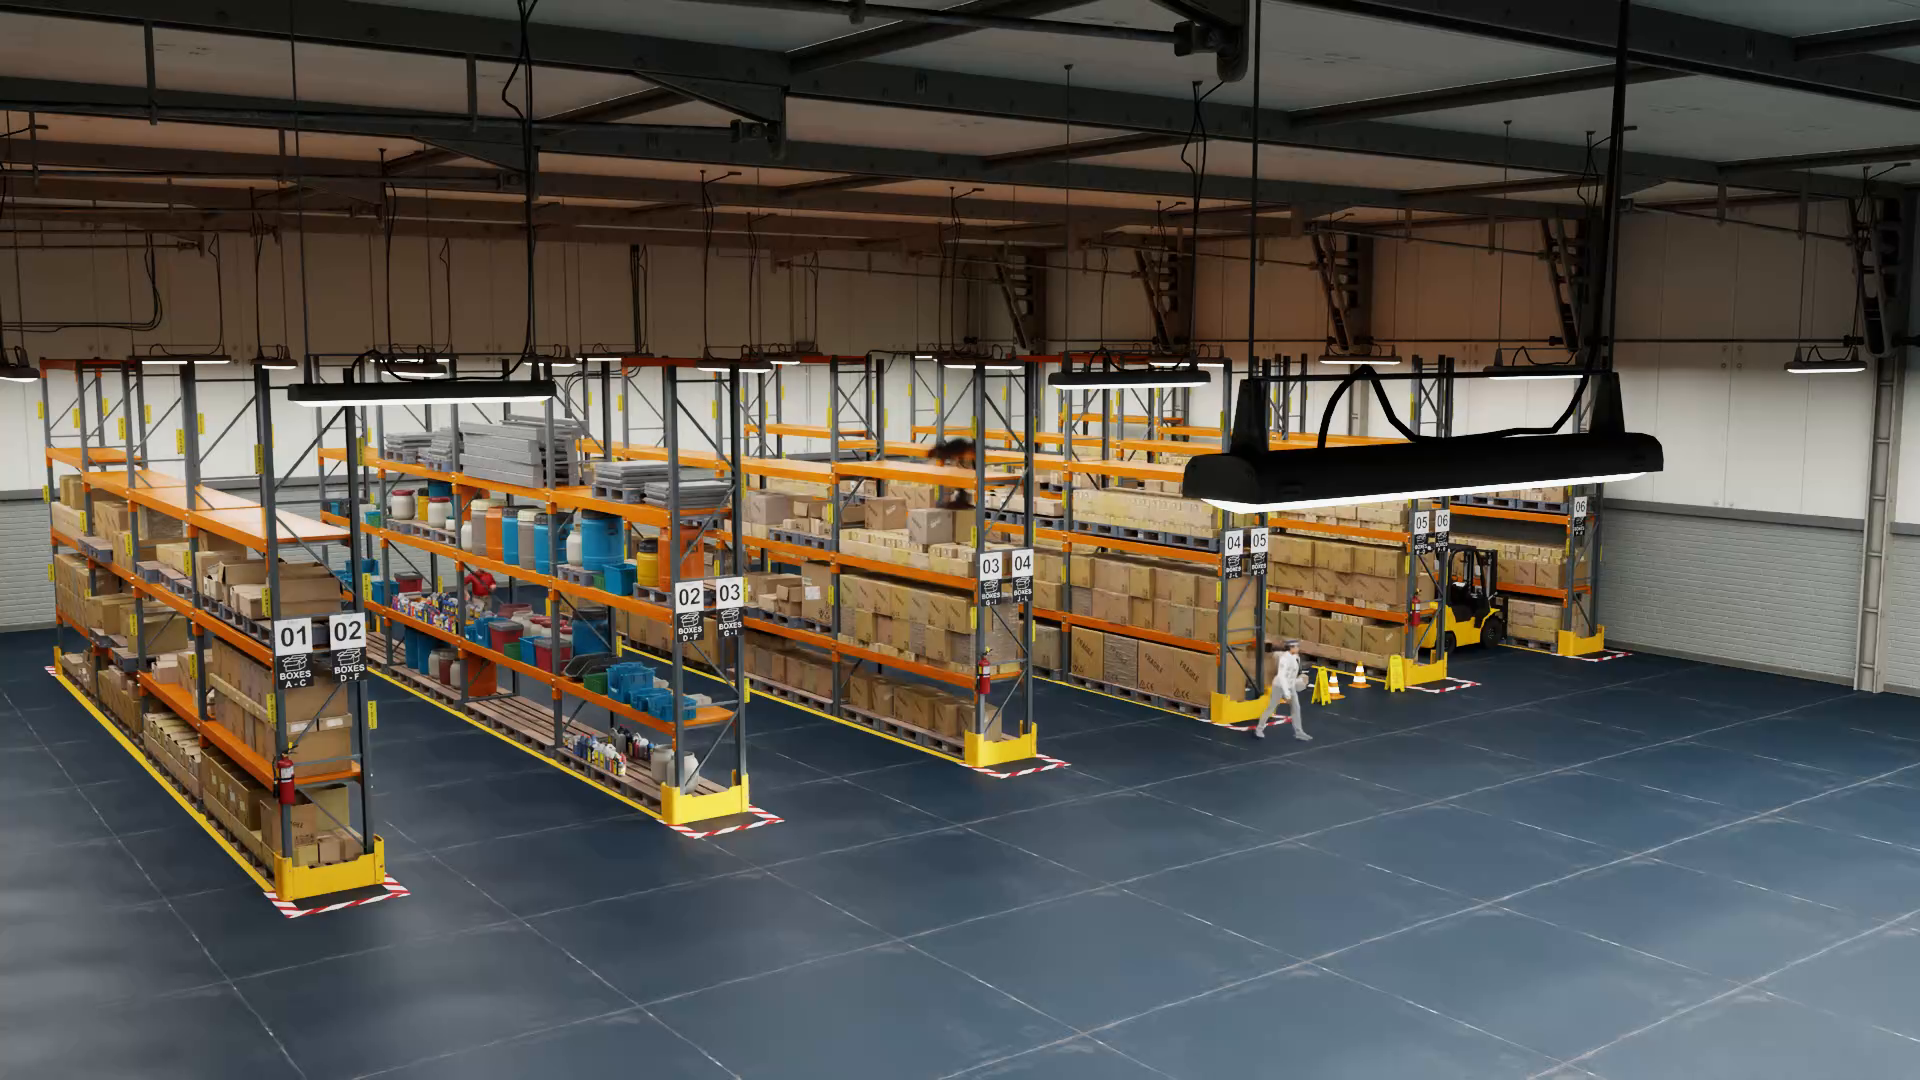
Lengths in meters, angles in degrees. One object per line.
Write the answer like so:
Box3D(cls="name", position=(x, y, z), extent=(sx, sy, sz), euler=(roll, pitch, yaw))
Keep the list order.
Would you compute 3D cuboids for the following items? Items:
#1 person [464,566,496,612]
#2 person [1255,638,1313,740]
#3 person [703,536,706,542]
Box3D(cls="person", position=(-9.988, 1.318, 34.776), extent=(0.733, 1.767, 0.643), euler=(7, 10, 44))
Box3D(cls="person", position=(5.165, 2.355, 26.446), extent=(0.866, 1.631, 0.628), euler=(5, 9, 38))
Box3D(cls="person", position=(-6.555, 0.646, 41.034), extent=(0.683, 1.559, 0.860), euler=(-5, 9, -37))
